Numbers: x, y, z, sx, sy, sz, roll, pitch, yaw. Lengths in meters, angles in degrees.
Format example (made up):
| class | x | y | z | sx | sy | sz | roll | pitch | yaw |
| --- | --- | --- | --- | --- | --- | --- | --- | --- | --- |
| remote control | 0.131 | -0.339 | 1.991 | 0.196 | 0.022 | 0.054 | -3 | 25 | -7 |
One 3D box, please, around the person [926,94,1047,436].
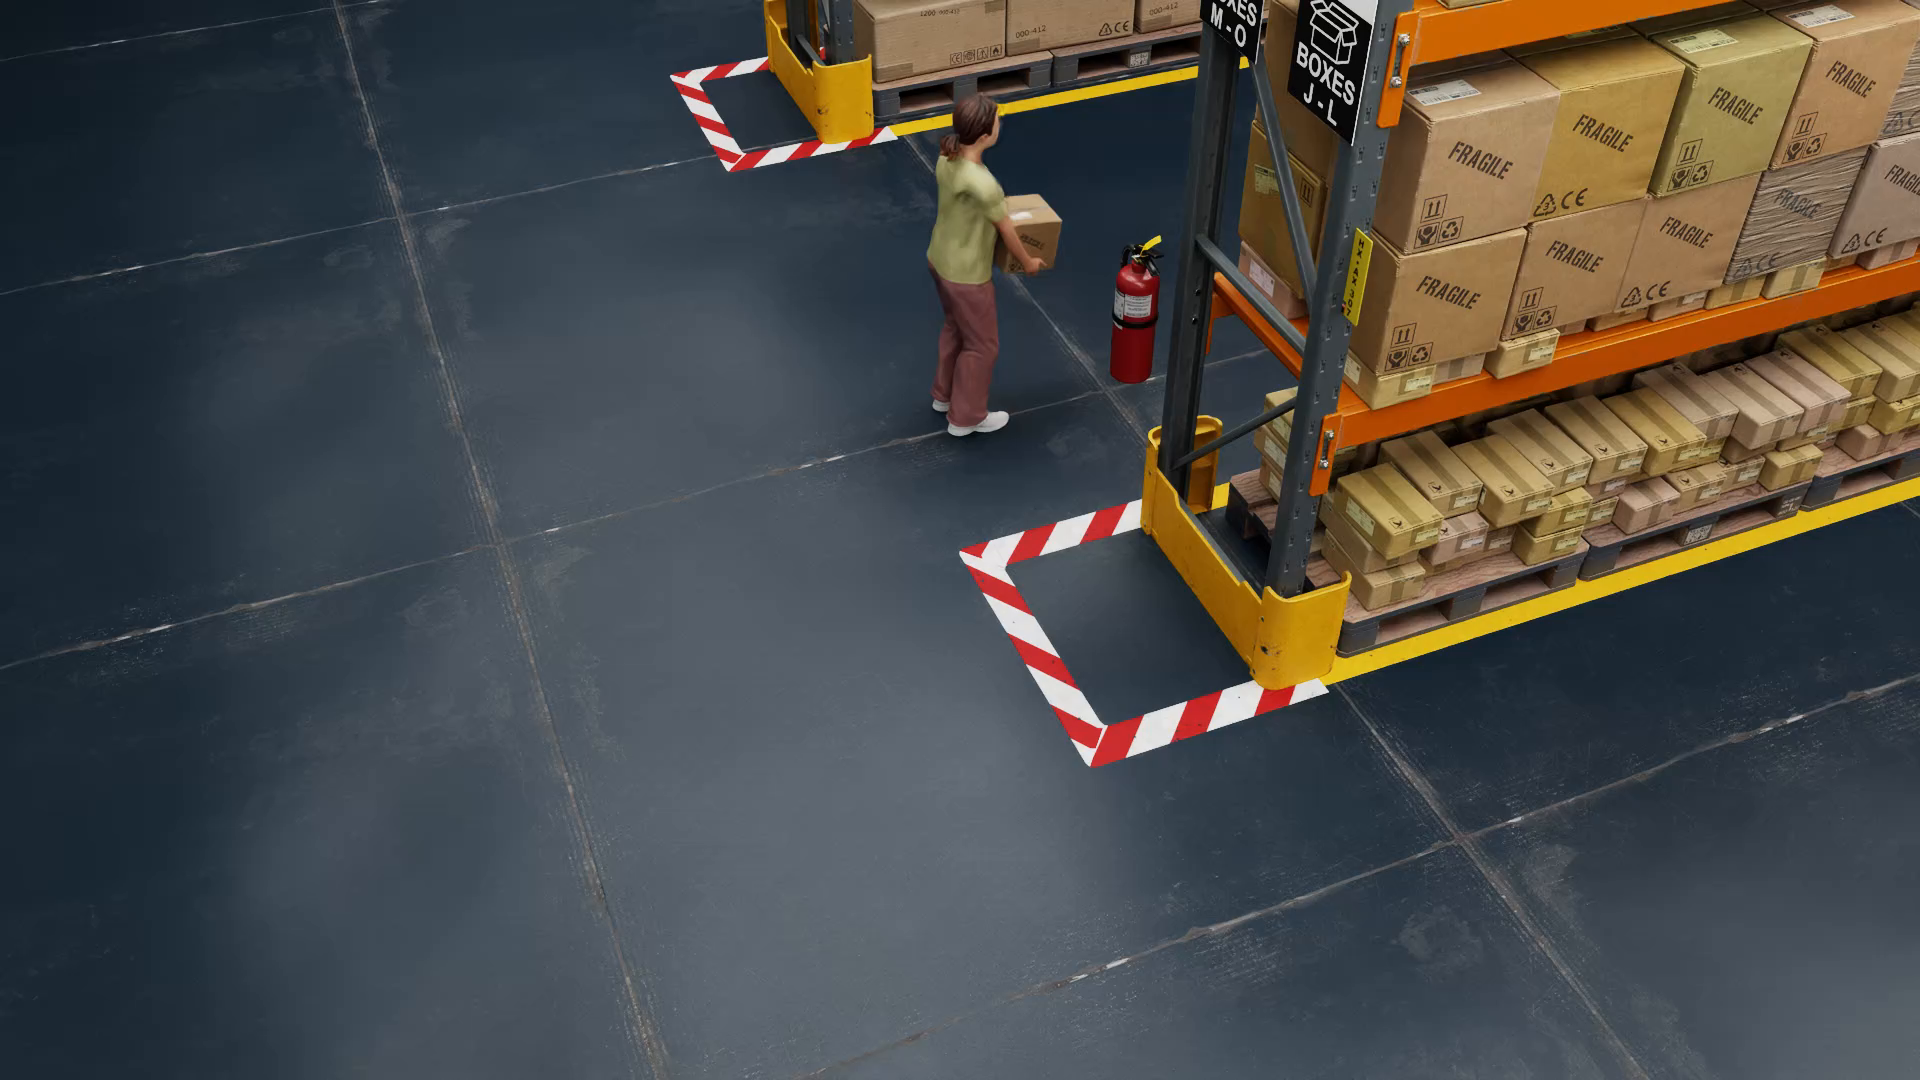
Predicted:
| class | x | y | z | sx | sy | sz | roll | pitch | yaw |
| --- | --- | --- | --- | --- | --- | --- | --- | --- | --- |
| person | 0.107 | -1.254 | 7.571 | 0.506 | 1.665 | 0.408 | -16 | 44 | -17 |
